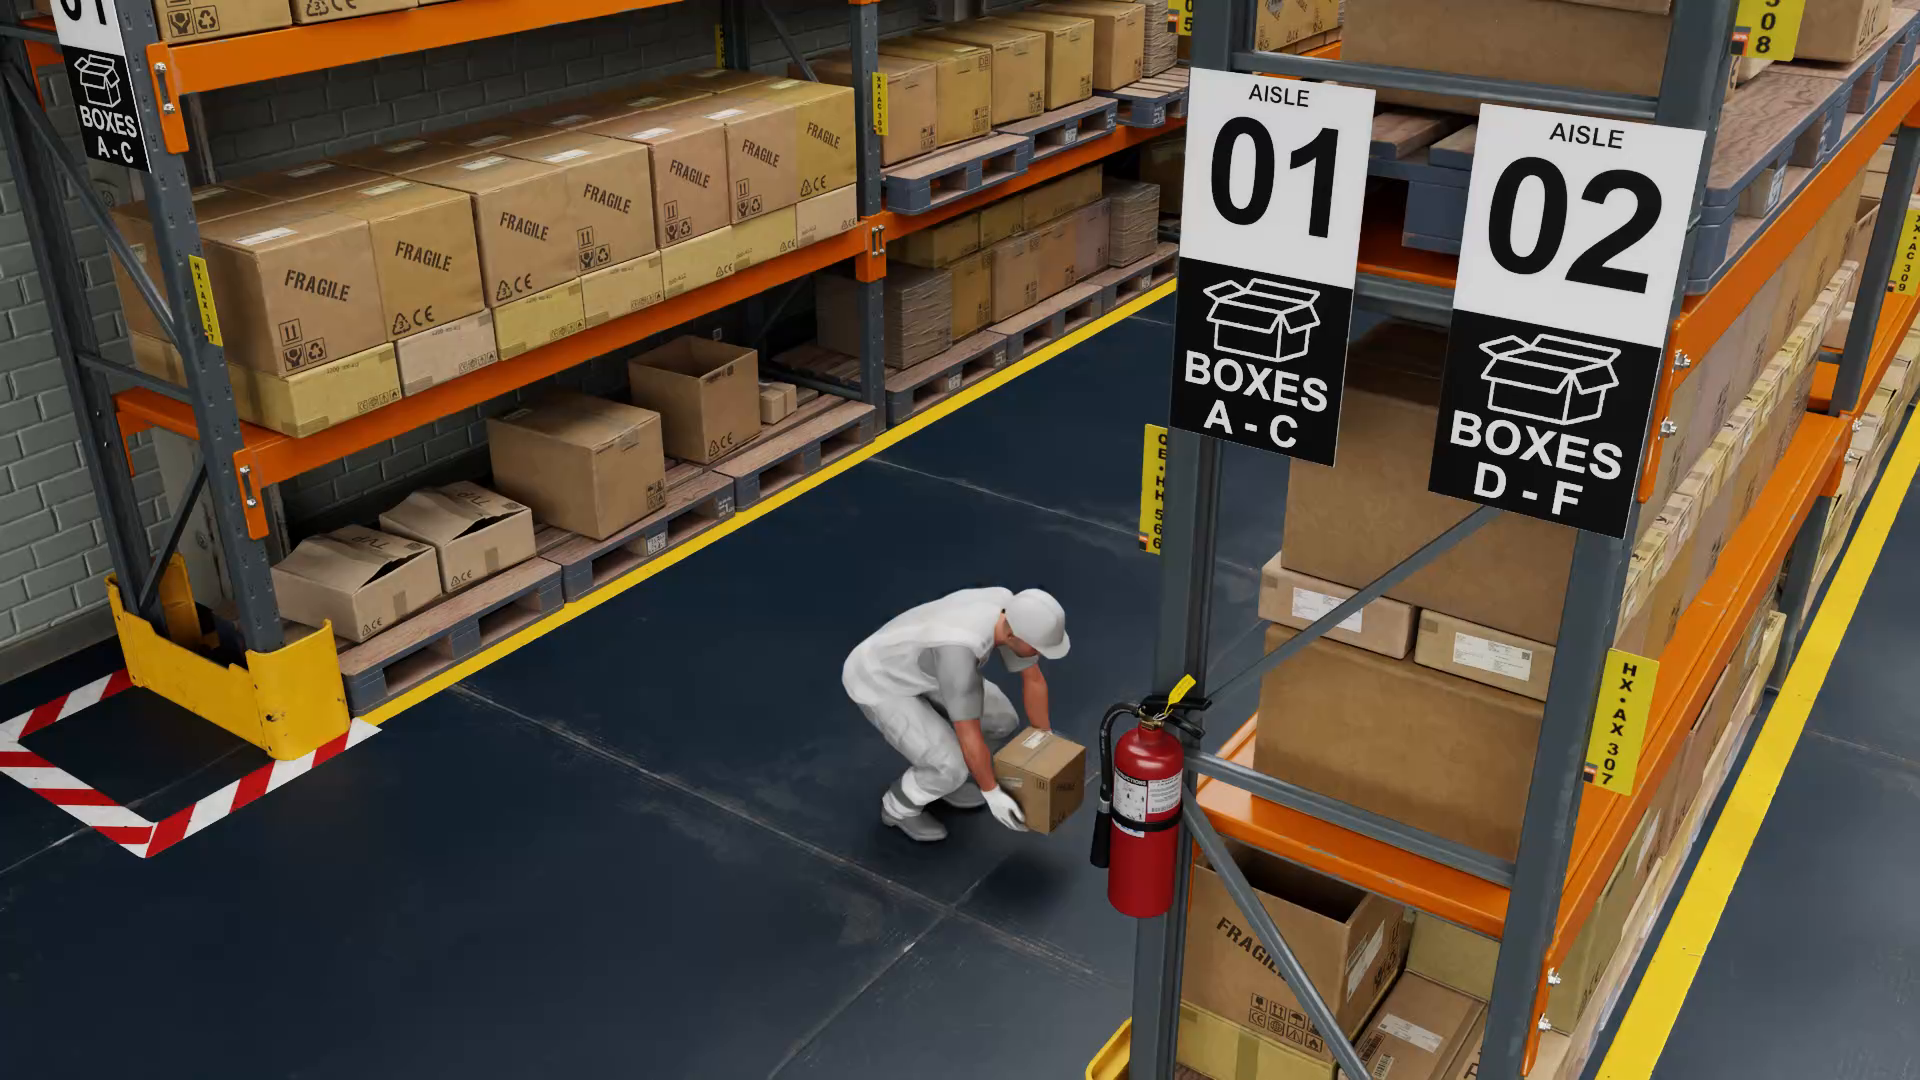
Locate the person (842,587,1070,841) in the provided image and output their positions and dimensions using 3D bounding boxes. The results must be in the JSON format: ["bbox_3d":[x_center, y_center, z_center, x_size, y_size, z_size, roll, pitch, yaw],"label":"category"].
[{"bbox_3d":[-0.004,0.591,6.214,0.860,1.074,0.579,17,31,30],"label":"person"}]
